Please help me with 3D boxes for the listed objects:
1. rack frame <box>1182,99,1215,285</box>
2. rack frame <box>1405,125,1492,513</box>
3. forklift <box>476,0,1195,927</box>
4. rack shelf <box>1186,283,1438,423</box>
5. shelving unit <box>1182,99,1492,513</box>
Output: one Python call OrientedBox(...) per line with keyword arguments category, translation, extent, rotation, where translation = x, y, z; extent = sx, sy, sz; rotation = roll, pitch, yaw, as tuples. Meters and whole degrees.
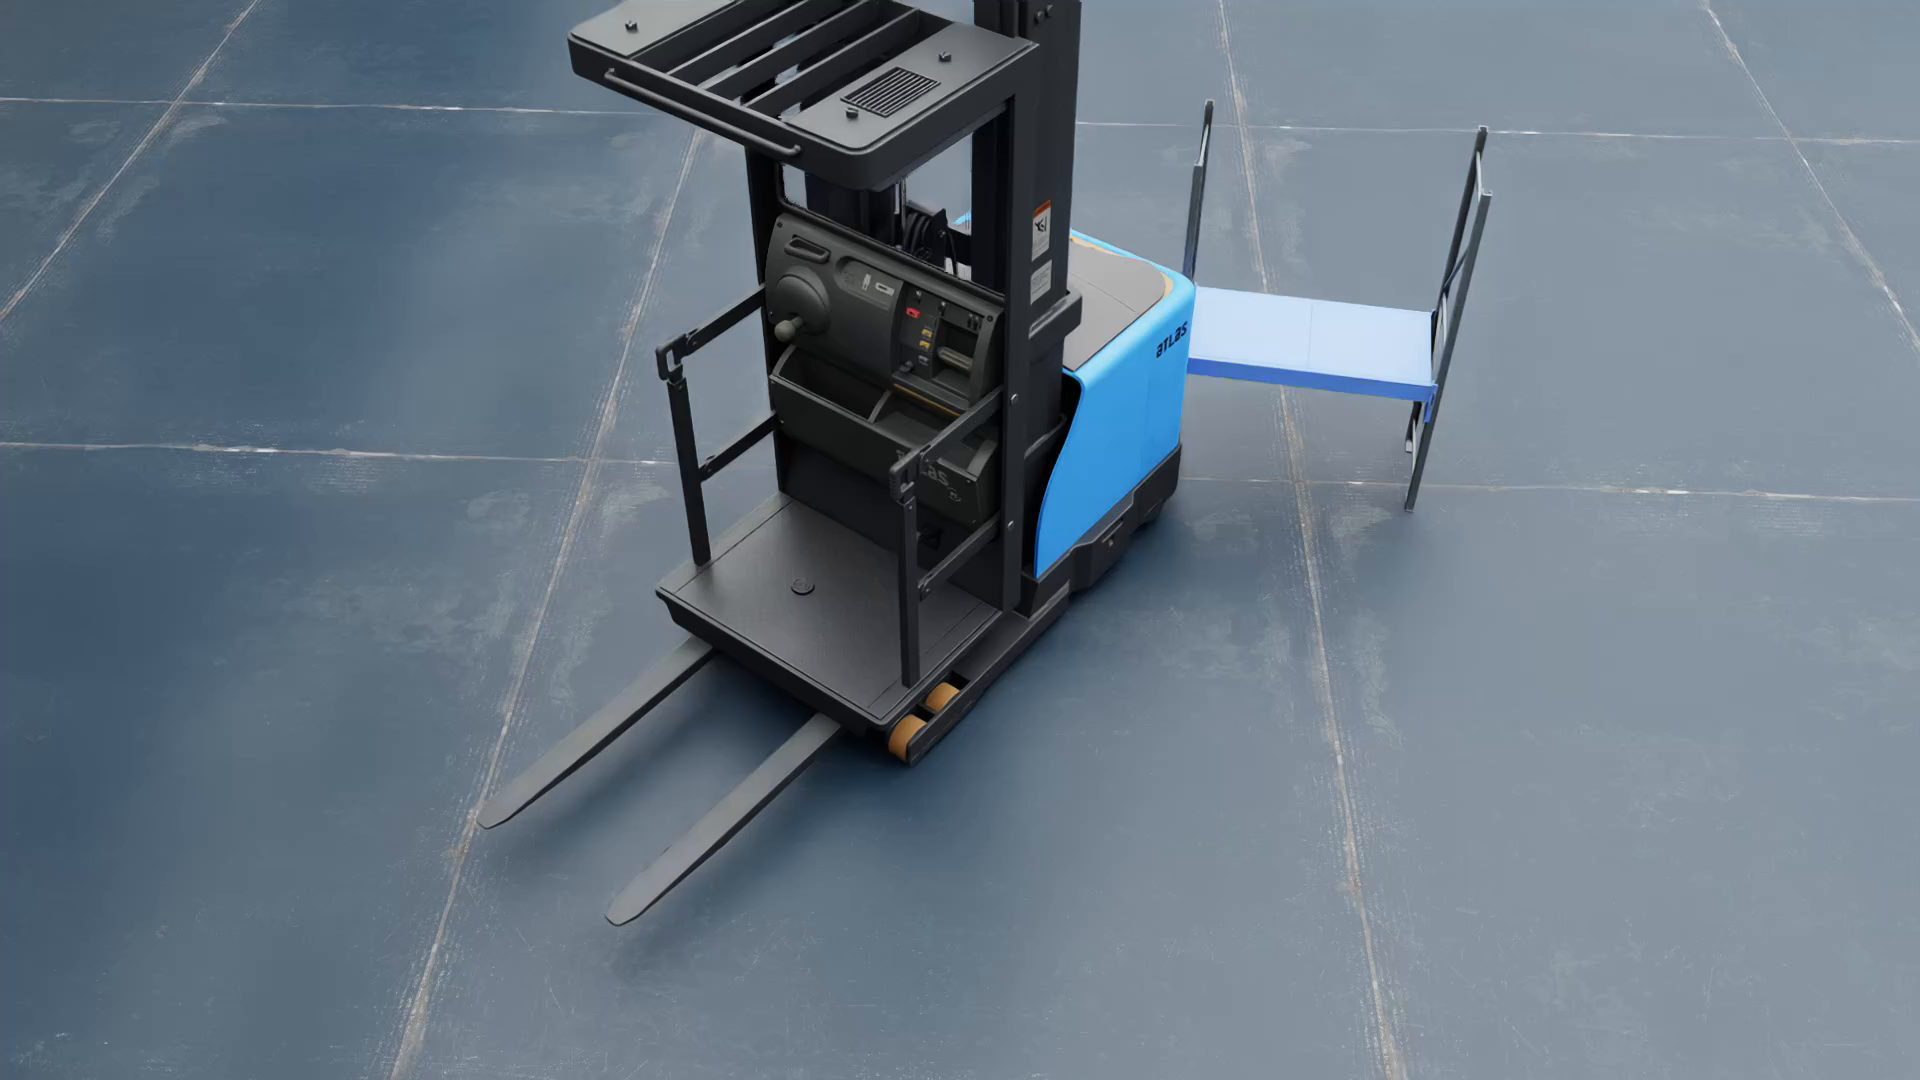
OrientedBox(category="rack frame", translation=(0.909, -0.968, 6.689), extent=(0.032, 1.500, 0.500), rotation=(8, 44, 8))
OrientedBox(category="rack frame", translation=(1.906, -0.831, 6.542), extent=(0.032, 1.500, 0.500), rotation=(8, 44, 8))
OrientedBox(category="forklift", translation=(-0.398, -0.670, 5.319), extent=(1.130, 2.935, 3.031), rotation=(28, 50, 27))
OrientedBox(category="rack shelf", translation=(1.407, -0.768, 6.738), extent=(1.000, 0.185, 0.538), rotation=(8, 44, 8))
OrientedBox(category="shelving unit", translation=(1.407, -0.900, 6.615), extent=(1.048, 1.500, 0.538), rotation=(8, 44, 8))
